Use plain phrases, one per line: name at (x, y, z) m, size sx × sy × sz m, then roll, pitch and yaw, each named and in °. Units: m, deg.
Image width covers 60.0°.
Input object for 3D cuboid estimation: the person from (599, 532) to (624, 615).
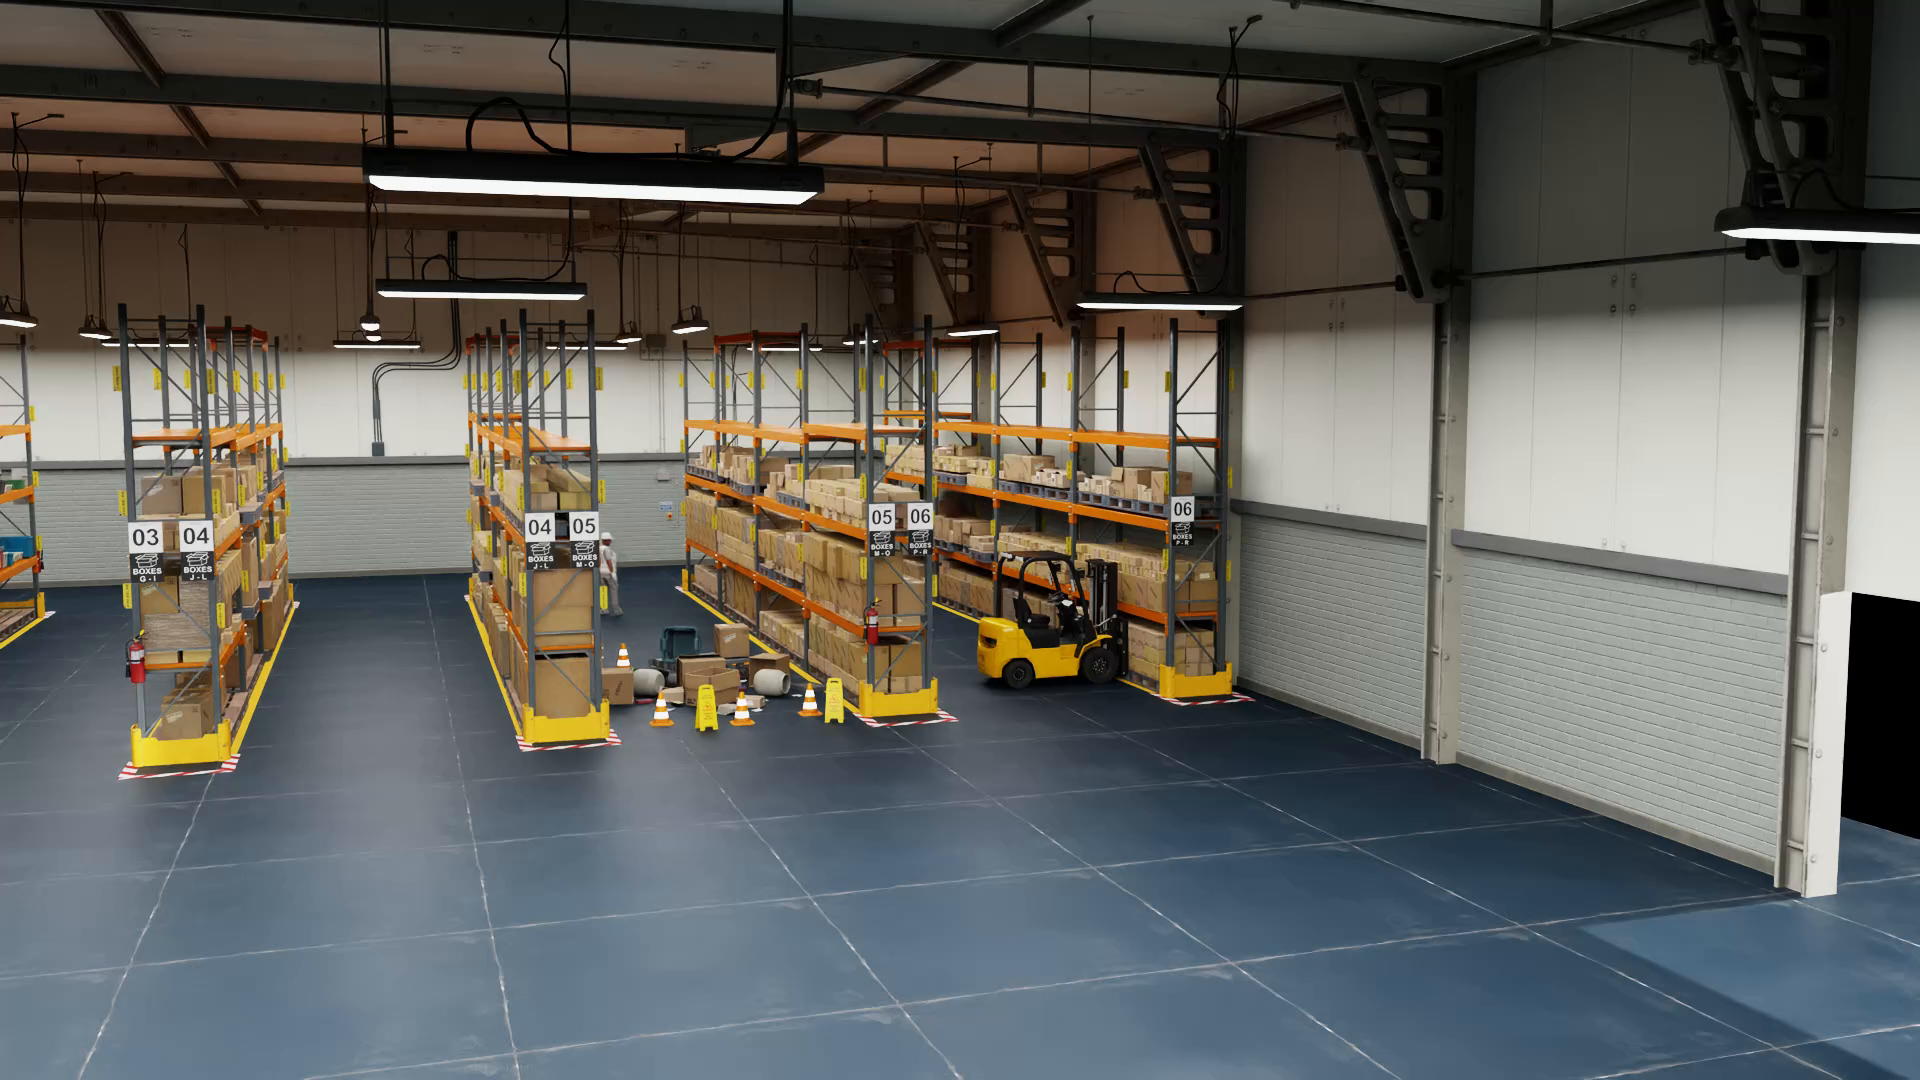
person at (-7.544, 0.722, 35.726) m, size 0.625 × 1.781 × 0.491 m, roll 4°, pitch 7°, yaw 36°
